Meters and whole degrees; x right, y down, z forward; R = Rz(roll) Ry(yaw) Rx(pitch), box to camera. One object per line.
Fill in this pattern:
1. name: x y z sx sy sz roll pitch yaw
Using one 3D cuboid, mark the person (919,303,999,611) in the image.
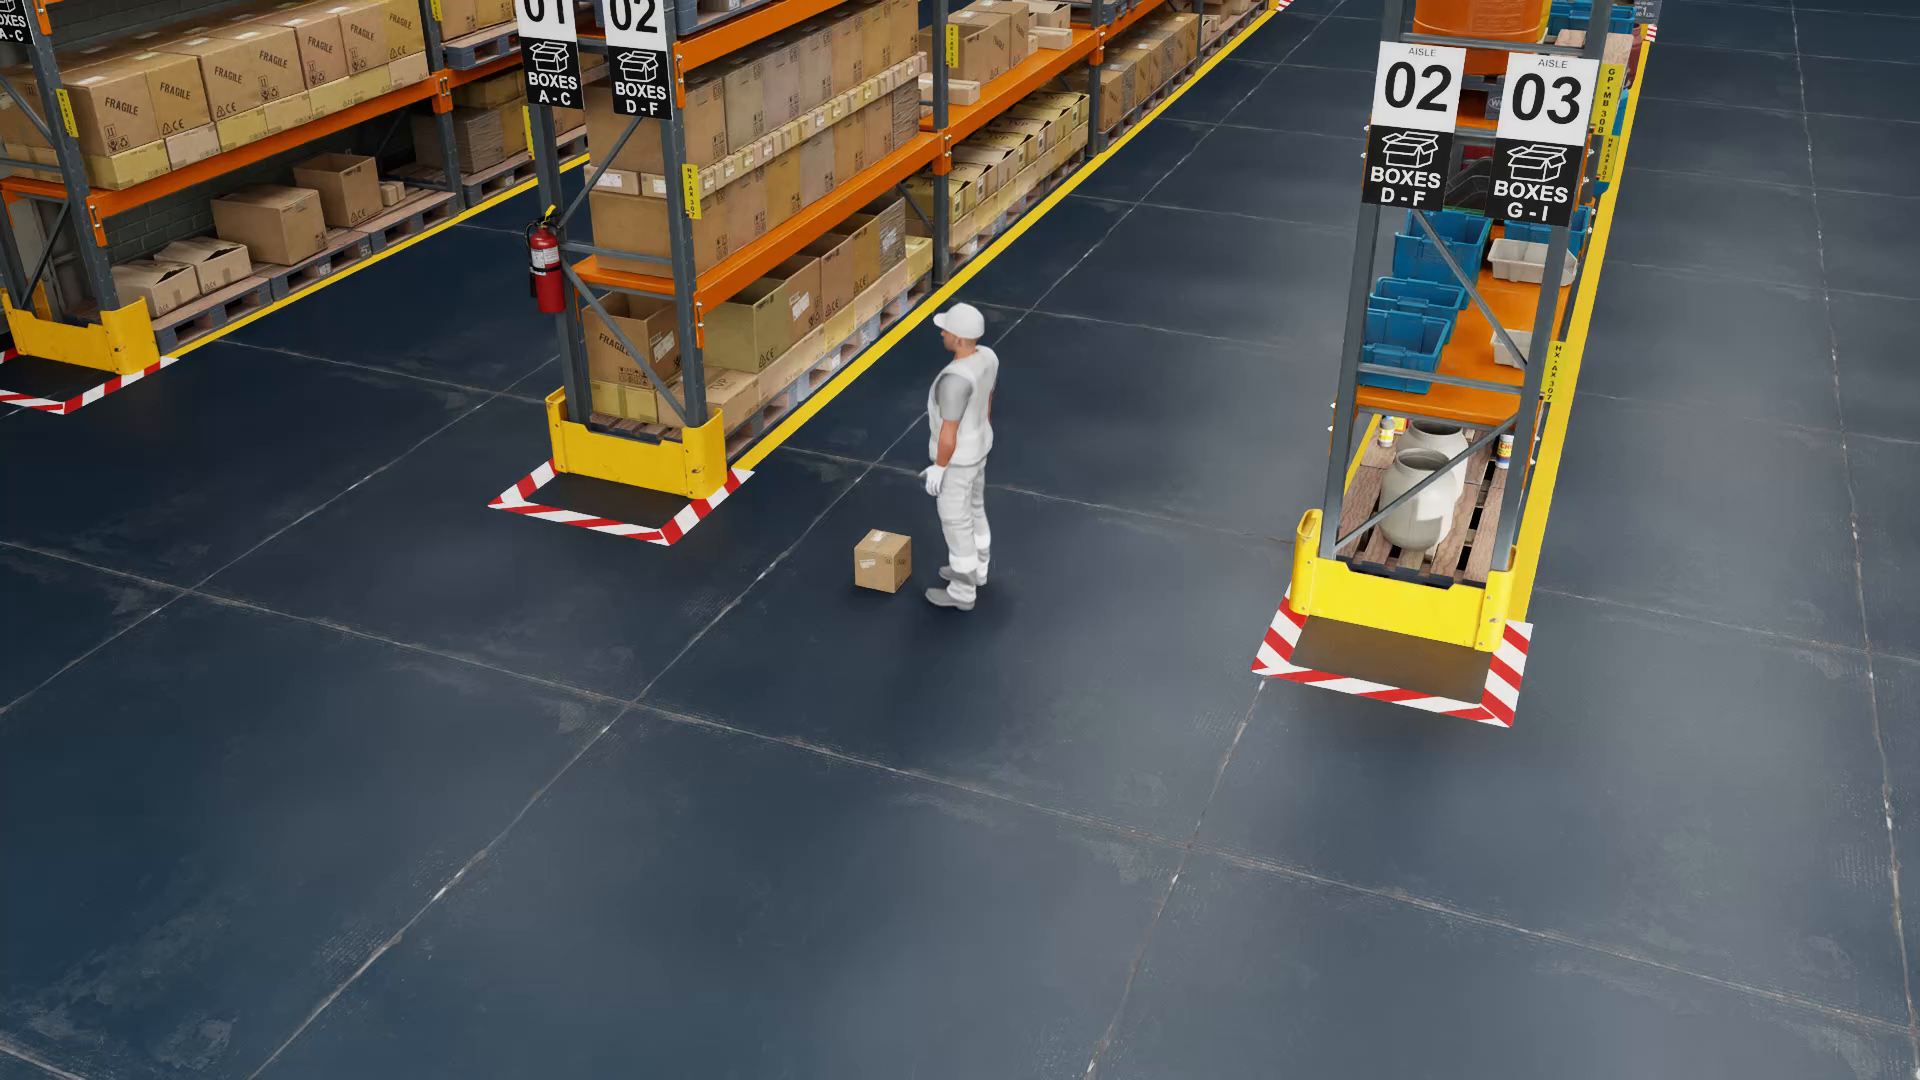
1. person: -0.021 -0.466 9.197 0.376 1.798 0.528 12 31 20
